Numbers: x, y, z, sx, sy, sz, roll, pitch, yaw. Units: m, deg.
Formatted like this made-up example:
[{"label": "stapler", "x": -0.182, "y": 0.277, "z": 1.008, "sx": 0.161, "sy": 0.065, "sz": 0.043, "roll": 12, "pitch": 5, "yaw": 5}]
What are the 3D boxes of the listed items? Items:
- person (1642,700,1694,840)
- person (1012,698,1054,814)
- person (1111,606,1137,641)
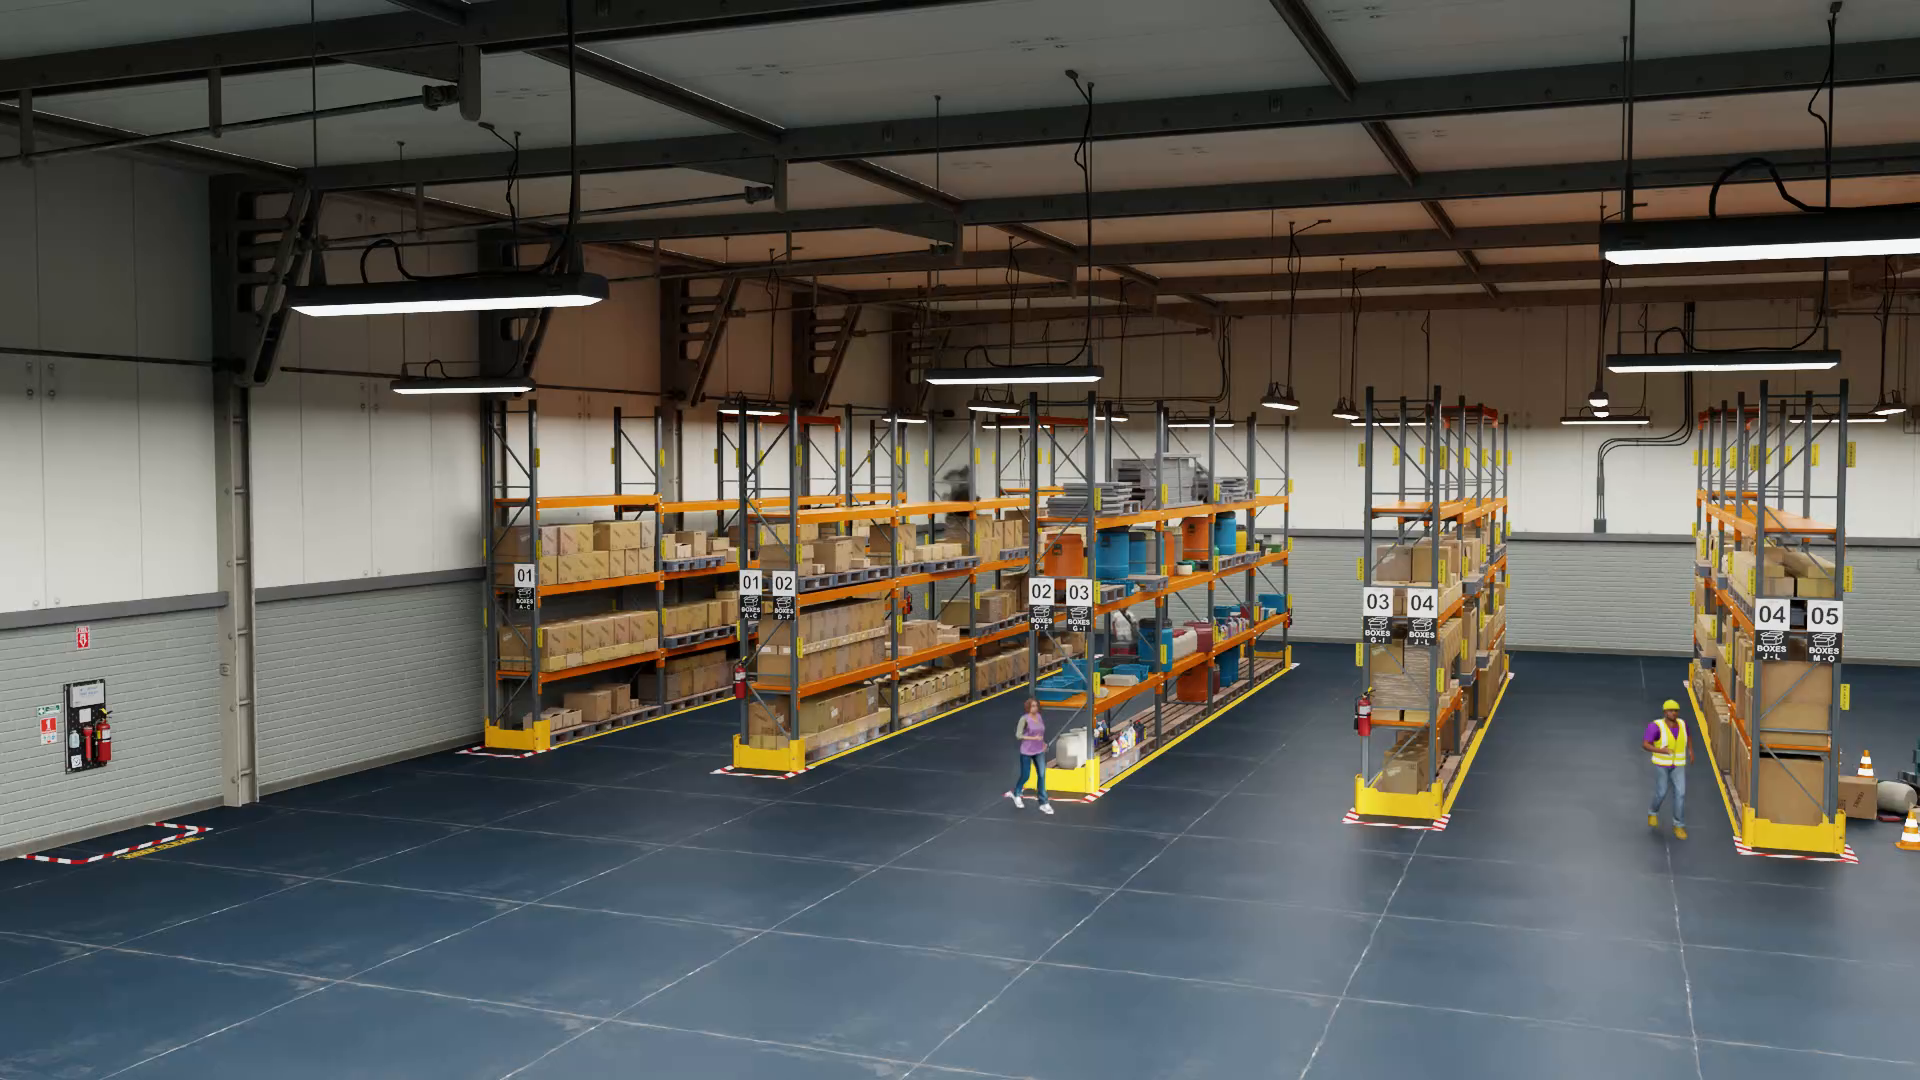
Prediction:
[{"label": "person", "x": 9.440, "y": 3.025, "z": 22.151, "sx": 0.720, "sy": 1.821, "sz": 0.822, "roll": 0, "pitch": 3, "yaw": 2}, {"label": "person", "x": 1.009, "y": 3.016, "z": 23.430, "sx": 0.547, "sy": 1.591, "sz": 0.818, "roll": -2, "pitch": 3, "yaw": -32}, {"label": "person", "x": 3.855, "y": 2.242, "z": 39.086, "sx": 0.599, "sy": 1.677, "sz": 0.550, "roll": 0, "pitch": 3, "yaw": 6}]
